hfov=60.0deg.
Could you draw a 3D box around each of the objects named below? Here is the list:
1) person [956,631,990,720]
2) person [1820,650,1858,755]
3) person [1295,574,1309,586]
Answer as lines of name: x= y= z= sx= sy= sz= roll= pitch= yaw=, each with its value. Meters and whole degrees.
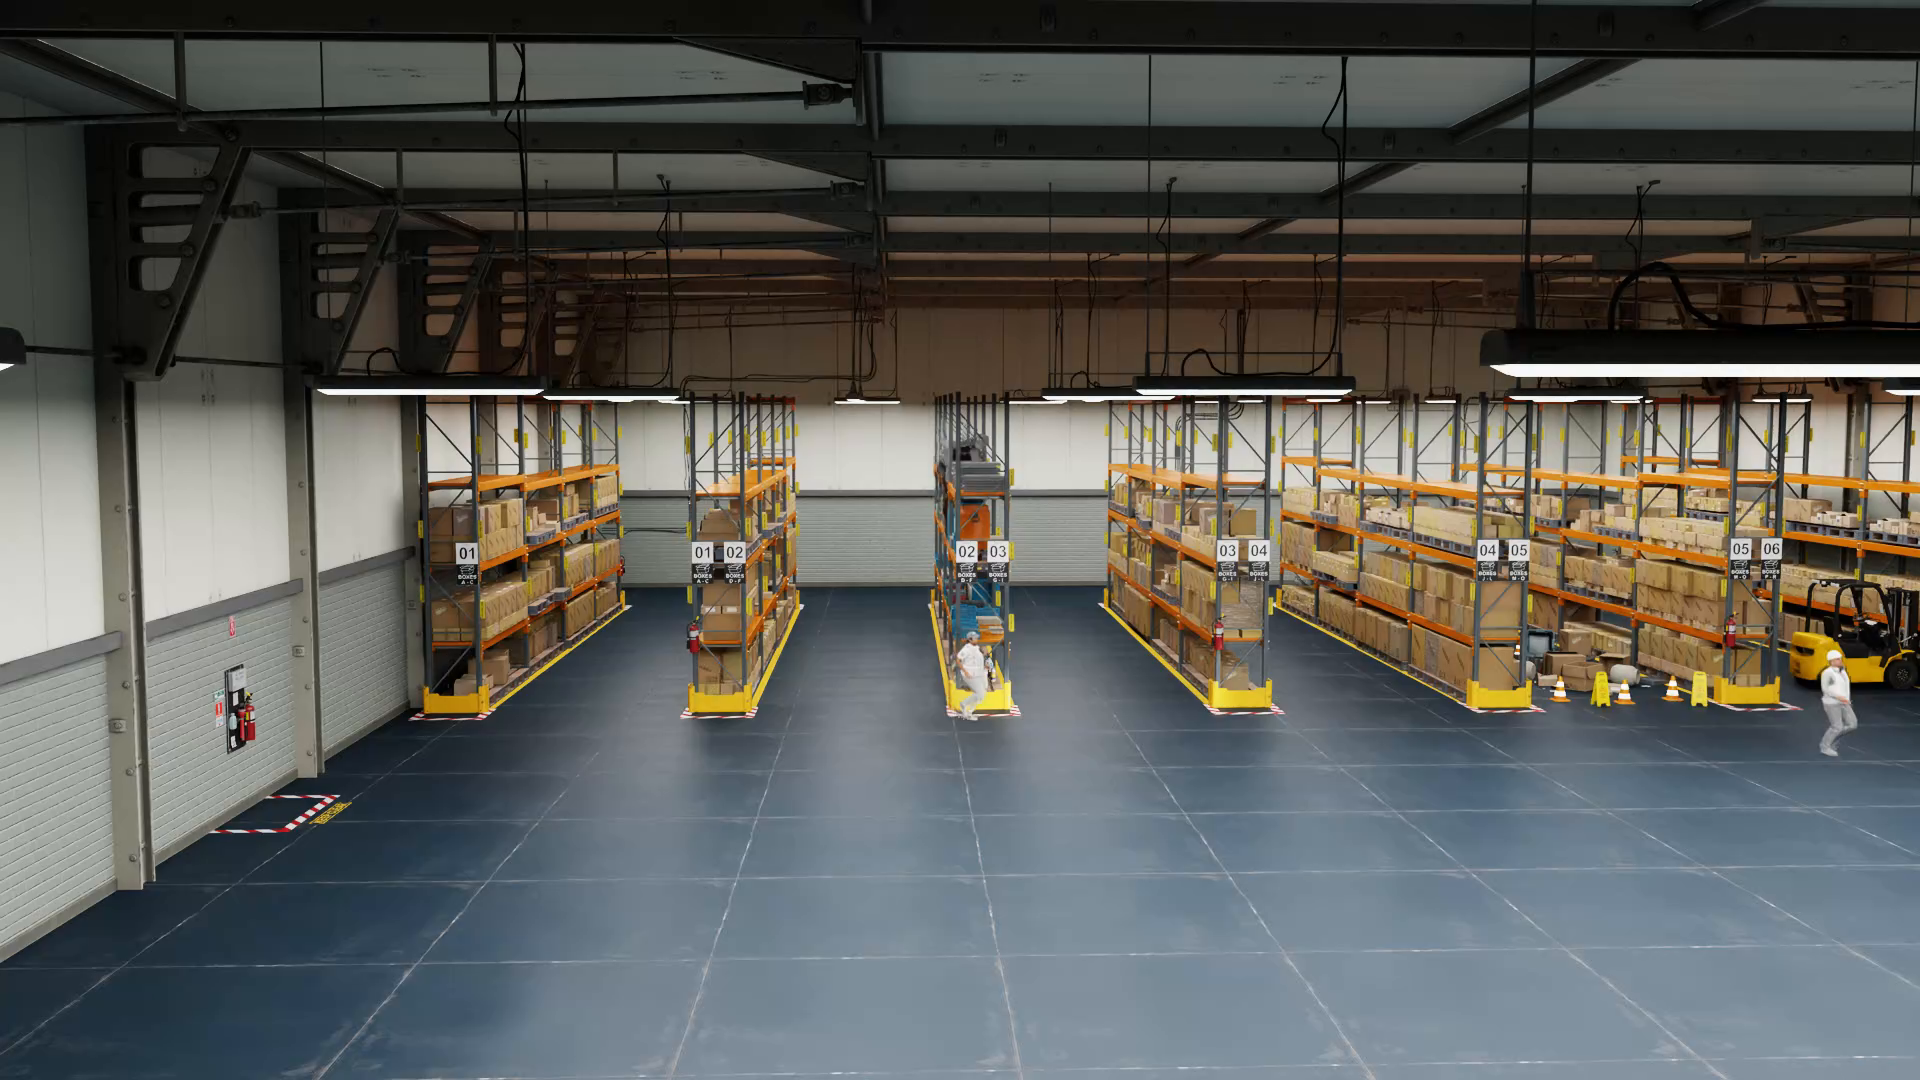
person: x=0.278 y=2.483 z=30.351 sx=0.540 sy=1.628 sz=0.598 roll=2 pitch=5 yaw=24
person: x=14.420 y=2.673 z=27.290 sx=0.672 sy=1.732 sz=0.532 roll=-3 pitch=5 yaw=-31
person: x=10.071 y=0.881 z=49.034 sx=0.929 sy=1.804 sz=0.676 roll=-1 pitch=5 yaw=-13
